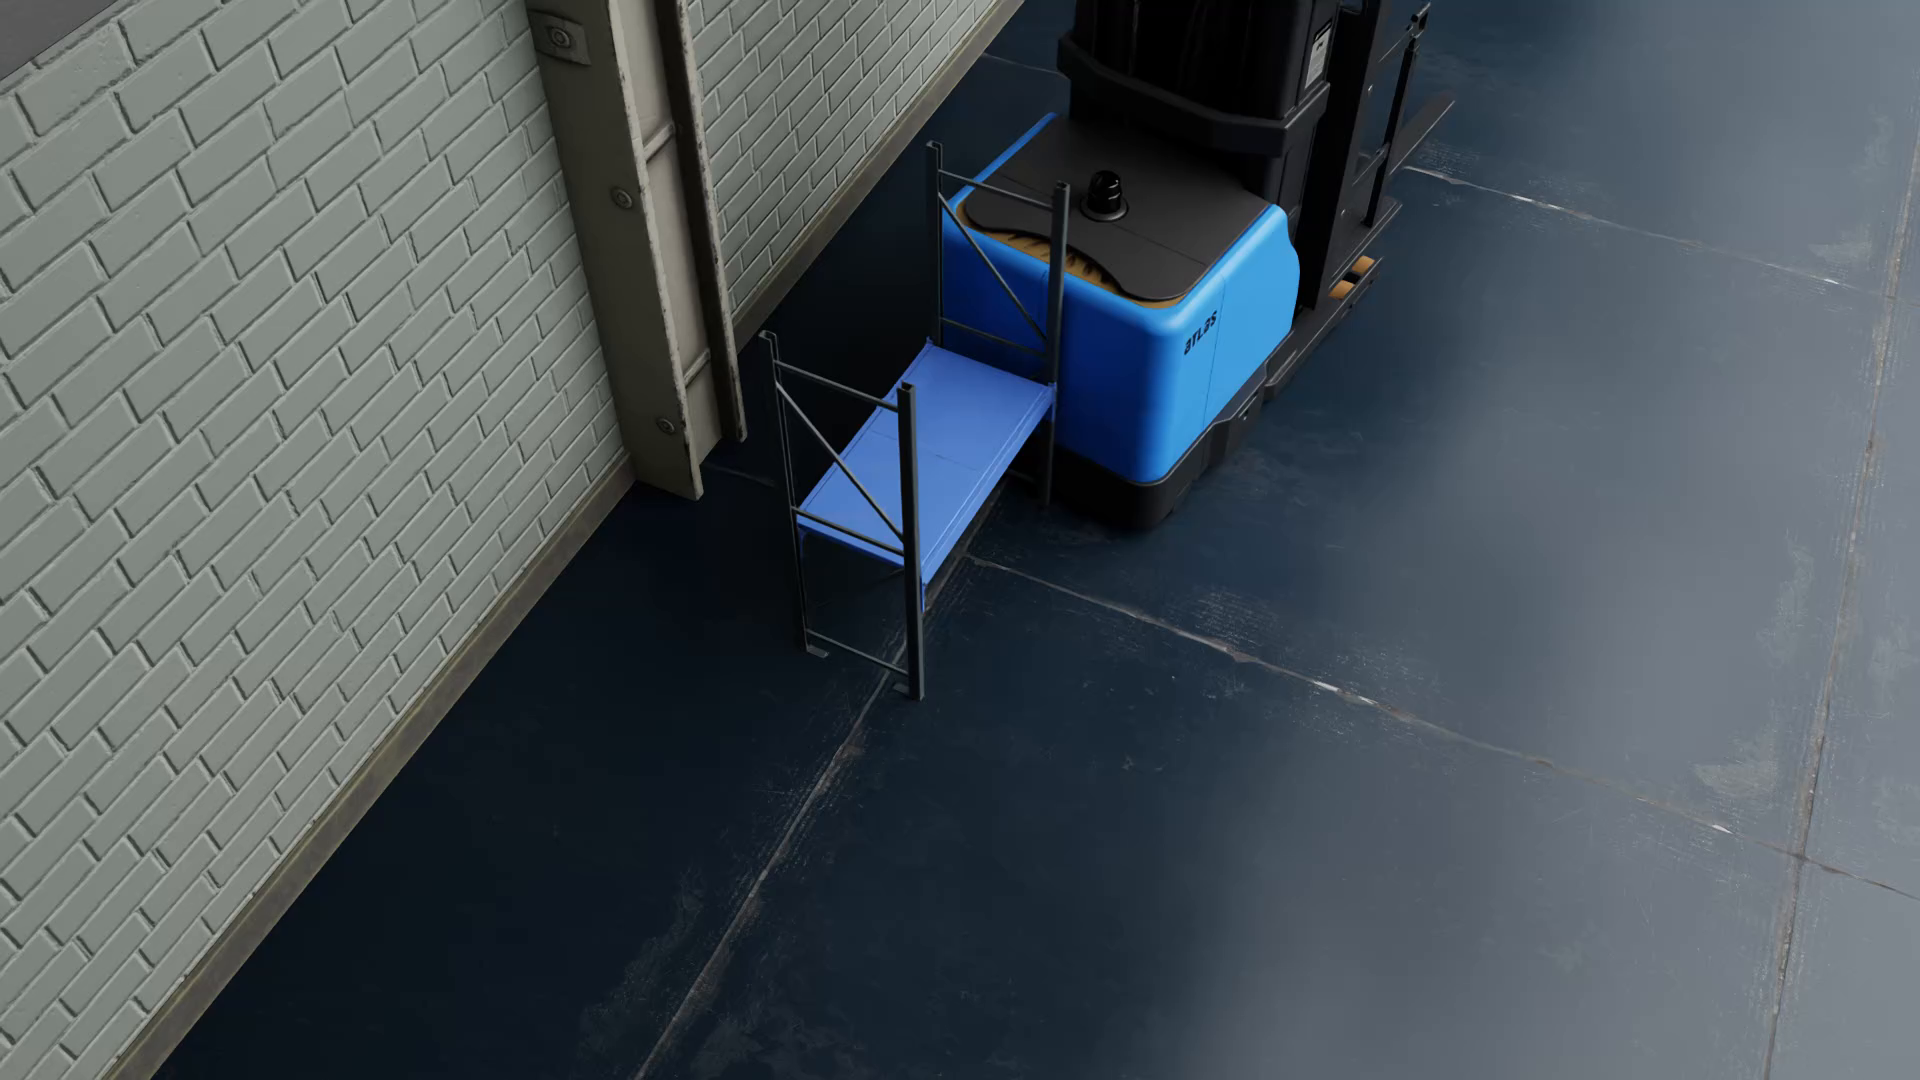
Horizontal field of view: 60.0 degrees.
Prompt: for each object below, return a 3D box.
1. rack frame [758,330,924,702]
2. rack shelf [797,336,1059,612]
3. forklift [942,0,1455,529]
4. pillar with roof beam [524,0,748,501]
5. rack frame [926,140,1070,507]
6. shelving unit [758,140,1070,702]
[{"bbox_3d":[-0.353,-0.023,5.285,0.500,1.500,0.032,22,53,17],"label":"rack frame"},{"bbox_3d":[-0.117,-0.250,5.714,0.538,0.185,1.000,22,53,17],"label":"rack shelf"},{"bbox_3d":[1.148,-2.081,6.097,1.130,2.935,3.031,29,55,22],"label":"forklift"},{"bbox_3d":[2.828,-1.851,1.916,9.100,9.000,0.400,20,52,16],"label":"pillar with roof beam"},{"bbox_3d":[0.118,-0.709,5.869,0.500,1.500,0.032,22,53,17],"label":"rack frame"},{"bbox_3d":[-0.117,-0.366,5.577,0.538,1.500,1.048,22,53,17],"label":"shelving unit"}]
